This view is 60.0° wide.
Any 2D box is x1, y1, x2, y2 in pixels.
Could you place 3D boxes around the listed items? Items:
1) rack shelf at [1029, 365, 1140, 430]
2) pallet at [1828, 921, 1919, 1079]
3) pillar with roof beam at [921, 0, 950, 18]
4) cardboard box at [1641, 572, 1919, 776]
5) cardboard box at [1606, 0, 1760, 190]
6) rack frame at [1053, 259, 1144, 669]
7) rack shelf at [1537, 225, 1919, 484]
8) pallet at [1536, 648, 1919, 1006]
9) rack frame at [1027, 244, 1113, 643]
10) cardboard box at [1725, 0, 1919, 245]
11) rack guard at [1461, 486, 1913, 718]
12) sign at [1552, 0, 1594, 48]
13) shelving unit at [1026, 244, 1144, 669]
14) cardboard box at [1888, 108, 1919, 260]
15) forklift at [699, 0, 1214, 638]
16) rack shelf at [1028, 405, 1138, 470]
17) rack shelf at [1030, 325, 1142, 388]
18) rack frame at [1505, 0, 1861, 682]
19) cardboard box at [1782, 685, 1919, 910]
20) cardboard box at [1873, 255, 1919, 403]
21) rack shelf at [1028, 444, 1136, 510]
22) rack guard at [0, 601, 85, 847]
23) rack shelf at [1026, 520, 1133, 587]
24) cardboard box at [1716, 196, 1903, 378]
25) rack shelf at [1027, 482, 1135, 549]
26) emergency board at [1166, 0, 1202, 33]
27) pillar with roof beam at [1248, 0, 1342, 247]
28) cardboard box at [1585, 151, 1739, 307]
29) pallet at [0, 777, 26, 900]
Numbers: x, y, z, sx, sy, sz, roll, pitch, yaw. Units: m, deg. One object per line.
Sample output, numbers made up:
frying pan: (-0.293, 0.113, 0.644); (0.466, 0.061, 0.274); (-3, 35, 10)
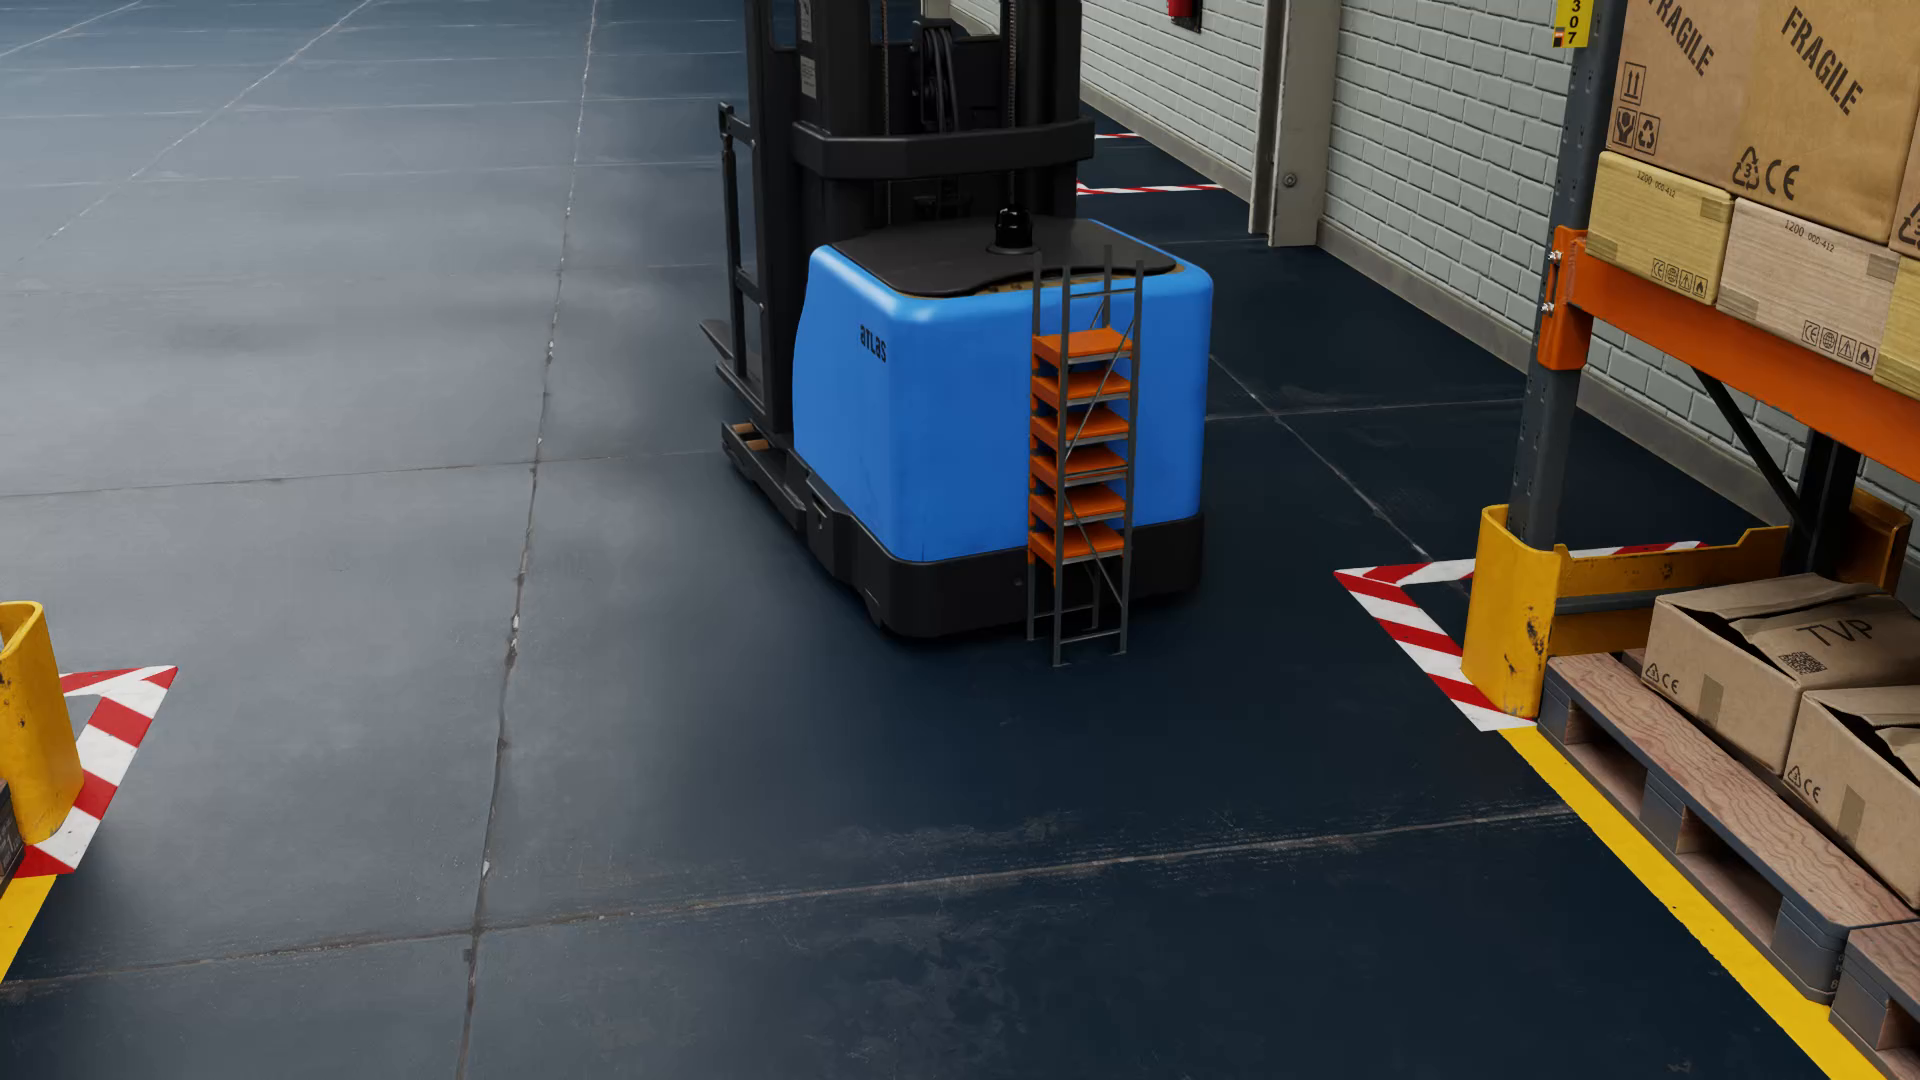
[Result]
rack shelf: (0.349, -0.404, 4.687); (0.258, 0.103, 0.180); (-9, 25, -21)
pallet: (2.401, 1.093, 2.985); (1.003, 0.211, 1.213); (-4, 24, -10)
pillar with roof beam: (-4.530, -10.316, 18.126); (9.100, 9.000, 0.400); (-4, 24, -10)
cardboard box: (2.089, 0.293, 4.141); (0.500, 0.311, 0.500); (-7, 25, -16)
cardboard box: (1.843, -1.090, 3.724); (0.500, 0.500, 0.500); (-4, 24, -10)
rack frame: (0.385, -0.191, 4.688); (0.240, 1.200, 0.006); (-9, 25, -21)
rack shelf: (2.420, 0.100, 2.672); (1.077, 0.370, 4.000); (-4, 24, -10)
pallet: (2.179, 0.614, 4.081); (1.003, 0.211, 1.213); (-4, 24, -10)
rack frame: (0.314, -0.258, 4.843); (0.240, 1.200, 0.006); (-9, 25, -21)
cardboard box: (1.924, -0.895, 3.277); (0.500, 0.500, 0.500); (-4, 24, -10)
rack guard: (2.064, 0.159, 4.761); (1.175, 0.500, 0.348); (-4, 24, -10)
sign: (1.517, -1.373, 4.064); (0.100, 0.325, 0.005); (-4, 24, -10)
shelving unit: (0.349, -0.225, 4.765); (0.258, 1.200, 0.189); (-9, 25, -21)
cardboard box: (2.014, -0.692, 2.811); (0.500, 0.500, 0.500); (-5, 24, -11)
forklift: (-0.269, -1.614, 5.783); (1.130, 2.935, 3.031); (-9, 25, -21)
rack shelf: (0.349, -0.294, 4.735); (0.258, 0.103, 0.180); (-9, 25, -21)
rack shelf: (0.349, -0.514, 4.639); (0.258, 0.103, 0.180); (-9, 25, -21)
rack frame: (2.050, -1.016, 4.329); (1.000, 3.000, 0.127); (-4, 24, -10)
cardboard box: (2.195, 0.517, 3.627); (0.500, 0.311, 0.500); (-2, 24, -5)
cardboard box: (2.026, -0.337, 2.937); (0.500, 0.250, 0.500); (-5, 24, -11)
rack shelf: (0.349, -0.184, 4.783); (0.258, 0.103, 0.180); (-9, 25, -21)
rack guard: (-2.822, 0.488, 4.008); (1.175, 0.500, 0.348); (-4, 24, -10)
rack shelf: (0.349, 0.036, 4.879); (0.258, 0.103, 0.180); (-9, 25, -21)
cardboard box: (1.938, -0.538, 3.397); (0.500, 0.250, 0.500); (-5, 24, -11)
rack shelf: (0.349, -0.074, 4.831); (0.258, 0.103, 0.180); (-9, 25, -21)
emergency board: (1.500, -4.140, 11.481); (0.194, 1.169, 0.643); (-4, 24, -10)
pillar with roof beam: (-2.311, -5.596, 7.319); (9.100, 9.000, 0.400); (-4, 24, -10)
cardboard box: (1.828, -0.741, 3.862); (0.500, 0.250, 0.500); (-5, 24, -11)
pallet: (-2.635, 0.927, 3.363); (1.003, 0.211, 1.213); (-4, 24, -10)
